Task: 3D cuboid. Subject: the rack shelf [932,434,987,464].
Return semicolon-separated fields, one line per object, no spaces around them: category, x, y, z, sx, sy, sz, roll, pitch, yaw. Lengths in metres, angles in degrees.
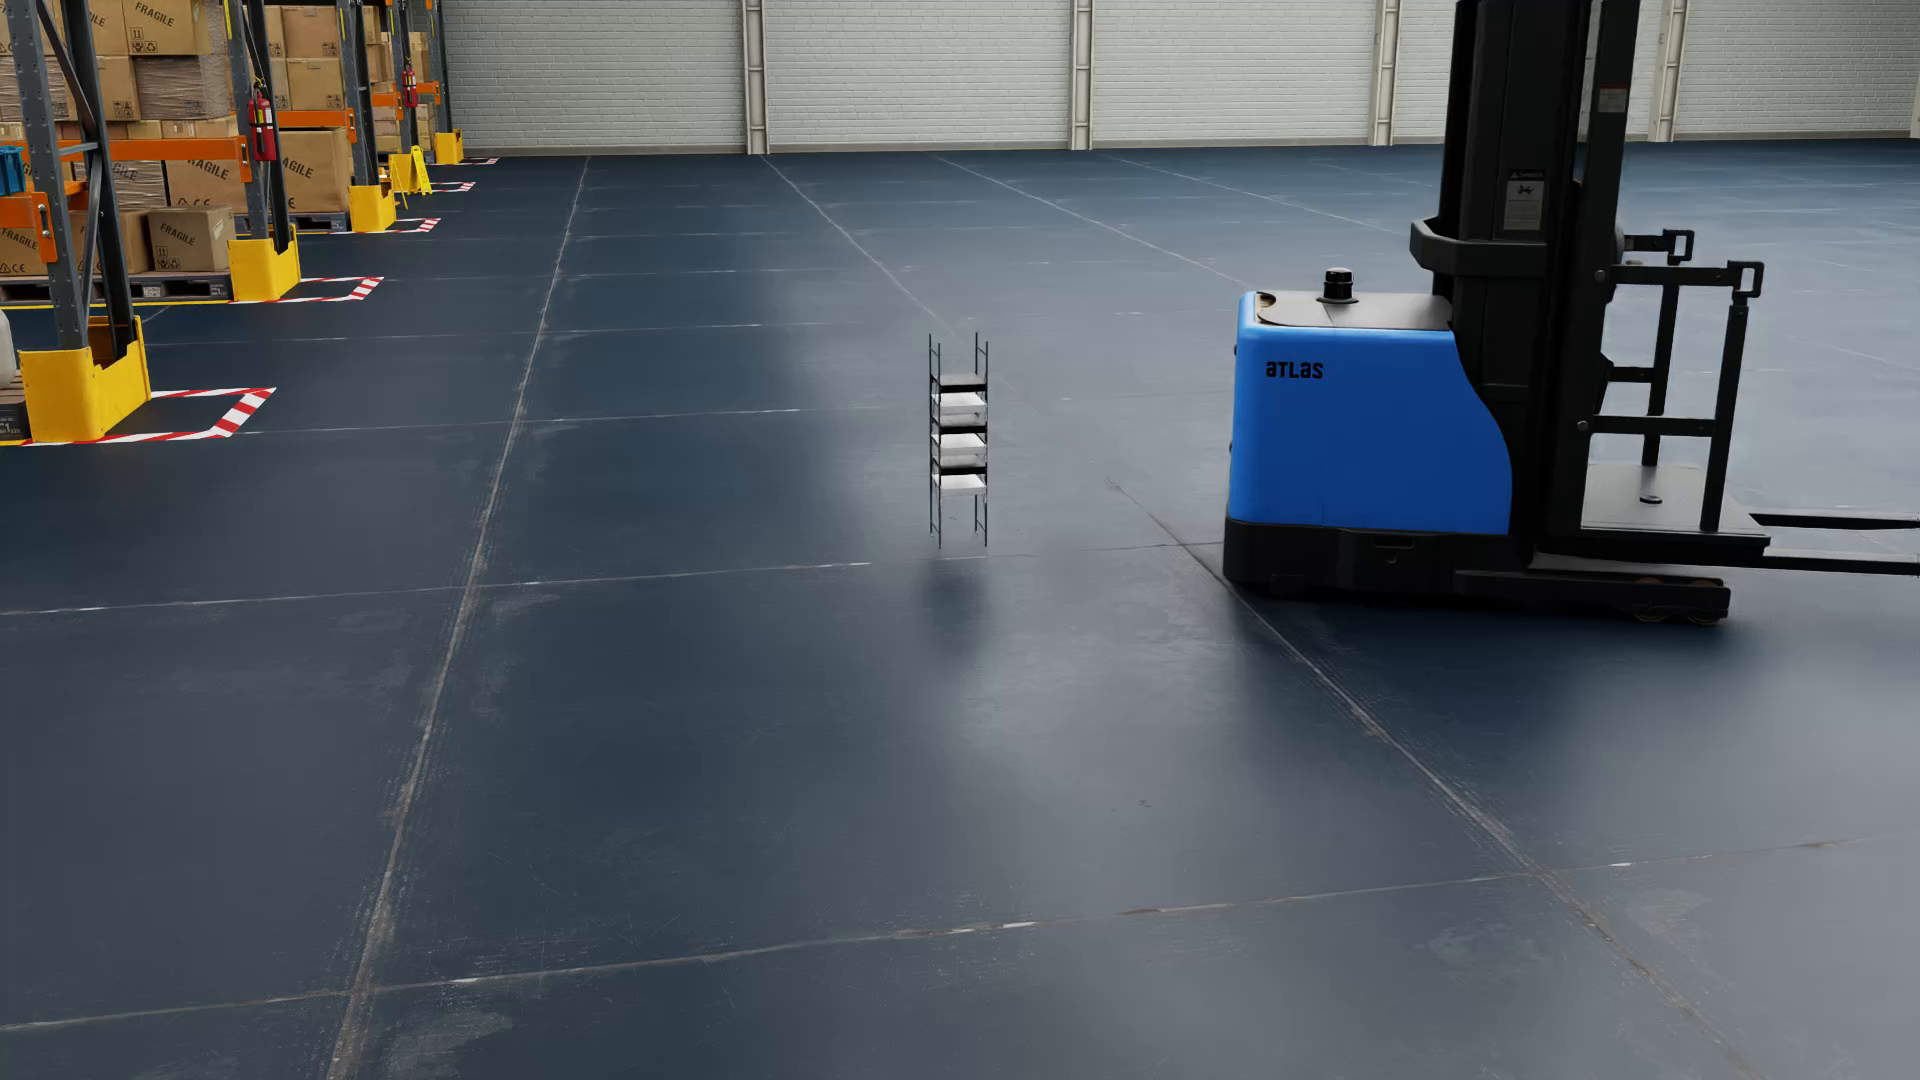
rack shelf;-0.008;-0.398;7.188;0.200;0.077;0.258;-3;17;-10

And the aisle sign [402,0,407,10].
aisle sign;-7.738;-7.771;23.076;0.004;0.787;0.394;-3;17;-10

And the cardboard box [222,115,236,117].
cardboard box;-6.185;-3.512;14.064;0.250;0.149;0.380;-3;17;-10

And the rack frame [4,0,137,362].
rack frame;-4.920;-2.151;9.206;0.127;3.000;1.000;-3;17;-10

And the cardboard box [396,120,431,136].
cardboard box;-9.104;-6.874;27.701;0.500;0.250;0.500;-3;17;-11

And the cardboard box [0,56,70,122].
cardboard box;-7.372;-3.668;13.469;0.500;0.500;0.875;-3;17;-10

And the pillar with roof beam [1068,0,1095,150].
pillar with roof beam;3.059;-10.383;25.788;0.400;9.000;9.100;-3;17;-10

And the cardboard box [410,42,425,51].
cardboard box;-8.972;-8.124;27.378;0.250;0.149;0.380;-3;17;-10

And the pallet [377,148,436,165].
pallet;-9.428;-6.479;28.045;1.213;0.211;1.003;-3;17;-10

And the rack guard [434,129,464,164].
rack guard;-8.662;-6.673;28.185;0.348;0.500;1.175;-3;17;-10

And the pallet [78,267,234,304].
pallet;-6.739;-2.207;14.136;1.213;0.211;1.003;-3;17;-10

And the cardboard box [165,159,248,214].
cardboard box;-8.218;-4.093;18.432;0.875;0.875;0.875;-4;17;-11

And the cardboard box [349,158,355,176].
cardboard box;-8.506;-5.198;23.095;0.500;0.250;0.500;-3;17;-11

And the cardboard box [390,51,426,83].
cardboard box;-9.118;-7.811;27.464;0.500;0.500;0.500;-4;17;-12

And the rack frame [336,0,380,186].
rack frame;-6.702;-5.014;18.528;0.127;3.000;1.000;-3;17;-10

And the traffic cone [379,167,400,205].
traffic cone;-7.373;-4.526;21.260;0.334;0.463;0.336;-3;17;-10

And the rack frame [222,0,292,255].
rack frame;-5.860;-3.579;13.855;0.127;3.000;1.000;-3;17;-10

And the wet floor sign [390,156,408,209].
wet floor sign;-7.049;-4.461;20.738;0.232;0.644;0.267;-6;18;-20

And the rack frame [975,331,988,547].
rack frame;0.092;-0.435;7.197;0.006;0.900;0.240;-3;17;-10

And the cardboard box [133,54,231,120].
cardboard box;-6.405;-3.746;13.722;0.500;0.500;0.875;-3;17;-10

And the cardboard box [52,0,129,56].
cardboard box;-6.843;-4.115;13.222;0.500;0.500;0.500;-3;17;-10

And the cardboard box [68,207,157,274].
cardboard box;-7.057;-2.512;13.922;0.500;0.500;0.500;1;17;4

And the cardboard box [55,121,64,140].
cardboard box;-7.325;-3.309;13.404;0.250;0.149;0.380;-3;17;-10

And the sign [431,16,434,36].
sign;-8.596;-8.376;27.097;0.005;0.325;0.100;-3;17;-10

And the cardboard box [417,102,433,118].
cardboard box;-9.193;-7.258;28.100;0.500;0.250;0.500;-4;17;-11

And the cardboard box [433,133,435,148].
cardboard box;-9.204;-6.782;28.251;0.500;0.250;0.500;-3;17;-10

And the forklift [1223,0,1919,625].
forklift;2.613;-1.249;6.385;3.031;2.935;1.130;3;17;9

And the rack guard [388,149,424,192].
rack guard;-7.814;-5.236;23.509;0.348;0.500;1.175;-3;17;-10

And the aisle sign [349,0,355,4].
aisle sign;-6.575;-6.174;17.878;0.004;0.787;0.394;-3;17;-10

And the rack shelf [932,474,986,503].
rack shelf;-0.008;-0.226;7.241;0.200;0.077;0.258;-3;17;-10

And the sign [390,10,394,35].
sign;-7.654;-6.979;22.415;0.005;0.325;0.100;-3;17;-10

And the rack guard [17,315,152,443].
rack guard;-4.986;-0.938;9.515;0.348;0.500;1.175;-3;17;-10

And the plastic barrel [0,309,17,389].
plastic barrel;-5.552;-1.104;9.319;0.421;0.512;0.421;0;17;0

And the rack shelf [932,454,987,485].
rack shelf;-0.008;-0.312;7.214;0.200;0.077;0.258;-3;17;-10

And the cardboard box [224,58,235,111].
cardboard box;-8.167;-5.020;18.293;0.550;0.550;0.875;-3;17;-10

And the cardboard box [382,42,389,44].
cardboard box;-9.484;-8.105;27.314;0.250;0.149;0.380;-3;17;-9

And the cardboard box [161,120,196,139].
cardboard box;-6.346;-3.370;13.601;0.250;0.149;0.380;-3;17;-10

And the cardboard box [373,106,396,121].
cardboard box;-9.578;-7.085;27.535;0.500;0.250;0.500;-3;17;-9

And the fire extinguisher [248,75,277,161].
fire extinguisher;-5.660;-3.415;13.454;0.183;0.674;0.296;-3;17;-10

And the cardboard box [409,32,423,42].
cardboard box;-8.997;-8.286;27.398;0.250;0.149;0.380;-3;17;-10

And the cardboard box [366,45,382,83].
cardboard box;-8.220;-6.516;22.741;0.500;0.500;0.500;-4;17;-11

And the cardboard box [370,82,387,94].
cardboard box;-8.066;-6.233;22.924;0.250;0.149;0.380;-3;17;-9

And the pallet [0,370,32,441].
pallet;-5.785;-0.756;9.415;1.213;0.211;1.003;-3;17;-10

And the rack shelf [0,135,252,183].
rack shelf;-7.824;-3.124;13.598;4.000;0.370;1.077;-3;17;-10

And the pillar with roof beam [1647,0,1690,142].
pillar with roof beam;14.841;-11.051;27.965;0.400;9.000;9.100;-3;17;-10

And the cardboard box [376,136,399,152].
cardboard box;-9.577;-6.610;27.693;0.500;0.250;0.500;-3;17;-10

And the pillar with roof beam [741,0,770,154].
pillar with roof beam;-2.832;-10.048;24.700;0.400;9.000;9.100;-3;17;-10

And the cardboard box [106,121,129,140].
cardboard box;-6.830;-3.331;13.477;0.250;0.149;0.380;-3;17;-10

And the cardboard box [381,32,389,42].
cardboard box;-9.485;-8.241;27.251;0.250;0.149;0.380;-3;17;-9

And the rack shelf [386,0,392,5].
rack shelf;-9.703;-7.414;22.458;4.000;0.370;1.077;-3;17;-10

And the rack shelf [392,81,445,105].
rack shelf;-10.649;-7.411;27.557;4.000;0.370;1.077;-3;17;-10

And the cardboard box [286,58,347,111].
cardboard box;-7.057;-5.052;18.397;0.550;0.550;0.875;-3;17;-10

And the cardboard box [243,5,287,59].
cardboard box;-7.596;-5.535;18.131;0.550;0.550;0.875;-3;17;-10

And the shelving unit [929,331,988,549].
shelving unit;-0.008;-0.430;7.178;0.210;0.900;0.258;-3;17;-10

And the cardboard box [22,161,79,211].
cardboard box;-9.998;-3.991;18.102;0.875;0.875;0.875;-3;17;-10

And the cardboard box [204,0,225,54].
cardboard box;-6.452;-4.295;13.806;0.500;0.500;0.500;-3;17;-10
